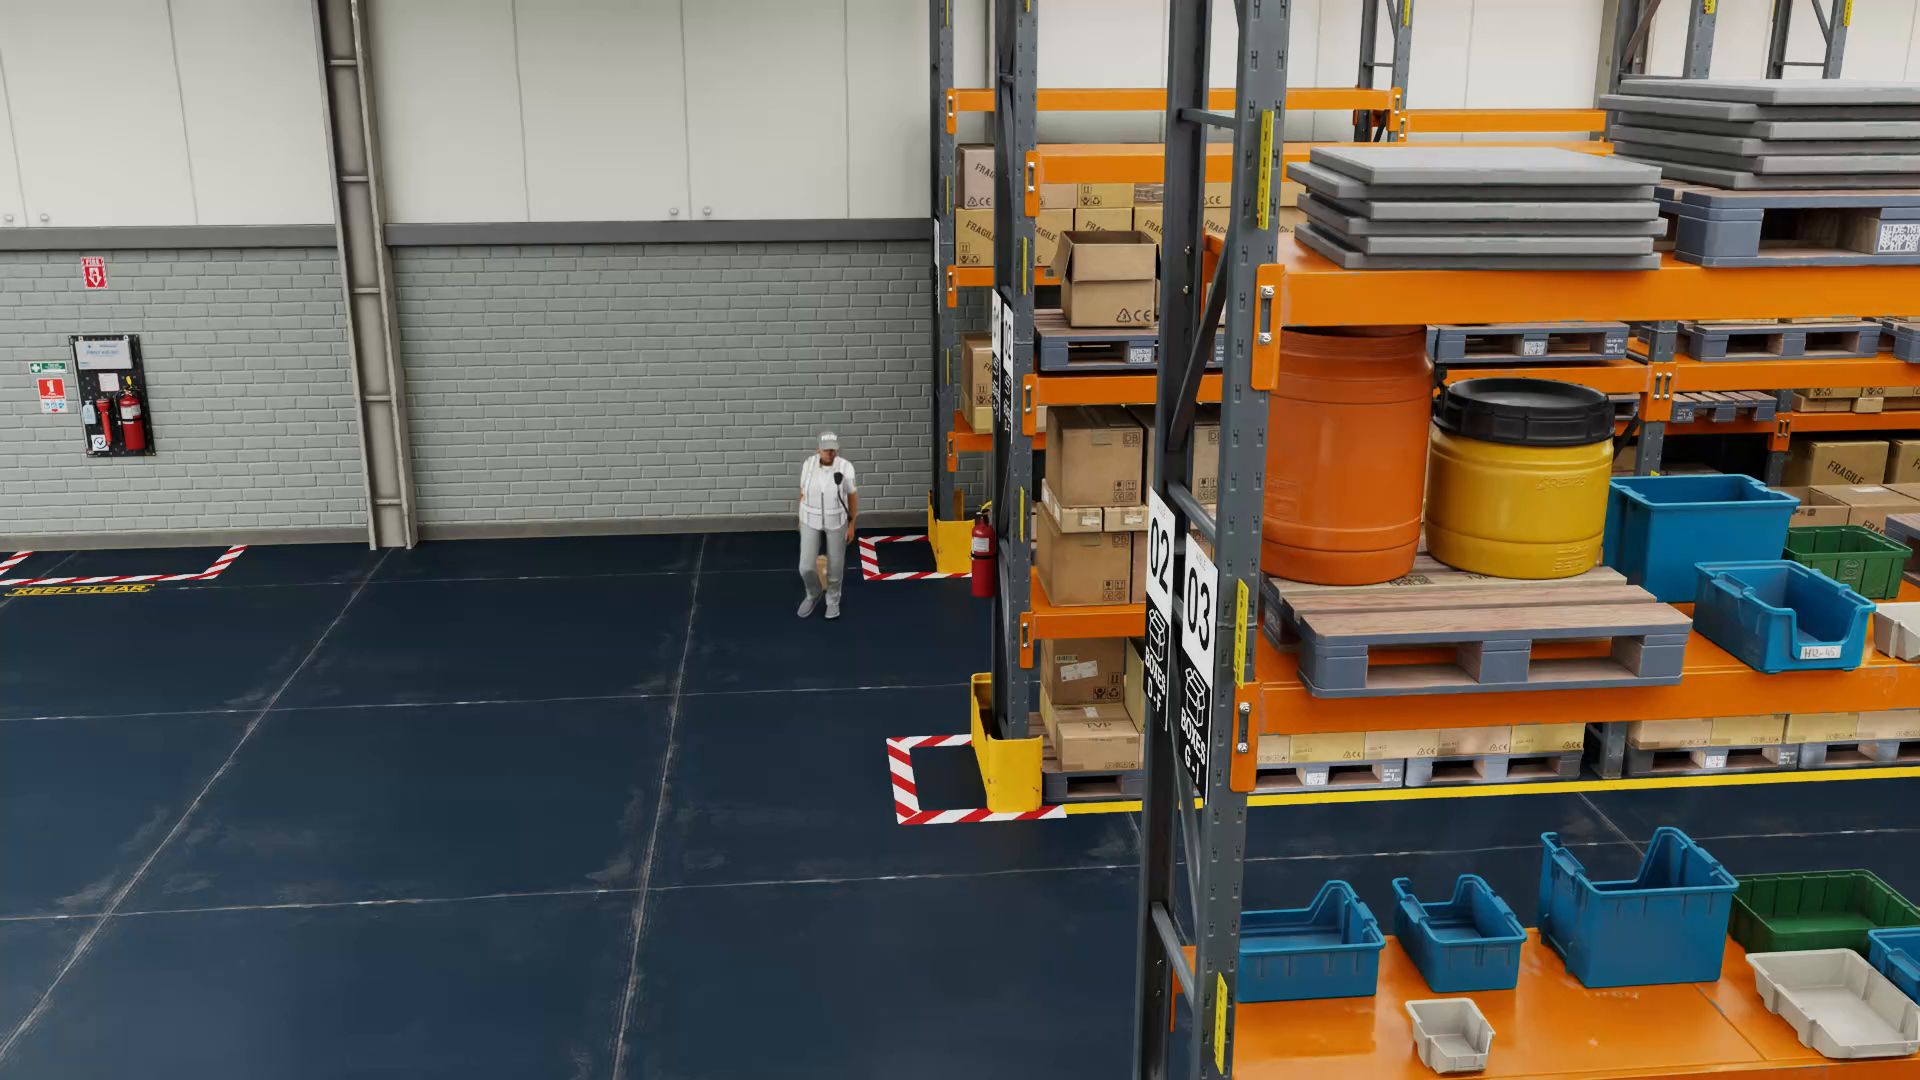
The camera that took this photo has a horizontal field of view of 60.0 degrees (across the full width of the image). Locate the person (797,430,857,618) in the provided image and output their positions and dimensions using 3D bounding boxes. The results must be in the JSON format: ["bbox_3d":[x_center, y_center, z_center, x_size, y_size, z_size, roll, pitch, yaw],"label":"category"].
[{"bbox_3d":[-1.118,-0.126,13.905,0.528,1.647,0.502,0,17,0],"label":"person"}]
